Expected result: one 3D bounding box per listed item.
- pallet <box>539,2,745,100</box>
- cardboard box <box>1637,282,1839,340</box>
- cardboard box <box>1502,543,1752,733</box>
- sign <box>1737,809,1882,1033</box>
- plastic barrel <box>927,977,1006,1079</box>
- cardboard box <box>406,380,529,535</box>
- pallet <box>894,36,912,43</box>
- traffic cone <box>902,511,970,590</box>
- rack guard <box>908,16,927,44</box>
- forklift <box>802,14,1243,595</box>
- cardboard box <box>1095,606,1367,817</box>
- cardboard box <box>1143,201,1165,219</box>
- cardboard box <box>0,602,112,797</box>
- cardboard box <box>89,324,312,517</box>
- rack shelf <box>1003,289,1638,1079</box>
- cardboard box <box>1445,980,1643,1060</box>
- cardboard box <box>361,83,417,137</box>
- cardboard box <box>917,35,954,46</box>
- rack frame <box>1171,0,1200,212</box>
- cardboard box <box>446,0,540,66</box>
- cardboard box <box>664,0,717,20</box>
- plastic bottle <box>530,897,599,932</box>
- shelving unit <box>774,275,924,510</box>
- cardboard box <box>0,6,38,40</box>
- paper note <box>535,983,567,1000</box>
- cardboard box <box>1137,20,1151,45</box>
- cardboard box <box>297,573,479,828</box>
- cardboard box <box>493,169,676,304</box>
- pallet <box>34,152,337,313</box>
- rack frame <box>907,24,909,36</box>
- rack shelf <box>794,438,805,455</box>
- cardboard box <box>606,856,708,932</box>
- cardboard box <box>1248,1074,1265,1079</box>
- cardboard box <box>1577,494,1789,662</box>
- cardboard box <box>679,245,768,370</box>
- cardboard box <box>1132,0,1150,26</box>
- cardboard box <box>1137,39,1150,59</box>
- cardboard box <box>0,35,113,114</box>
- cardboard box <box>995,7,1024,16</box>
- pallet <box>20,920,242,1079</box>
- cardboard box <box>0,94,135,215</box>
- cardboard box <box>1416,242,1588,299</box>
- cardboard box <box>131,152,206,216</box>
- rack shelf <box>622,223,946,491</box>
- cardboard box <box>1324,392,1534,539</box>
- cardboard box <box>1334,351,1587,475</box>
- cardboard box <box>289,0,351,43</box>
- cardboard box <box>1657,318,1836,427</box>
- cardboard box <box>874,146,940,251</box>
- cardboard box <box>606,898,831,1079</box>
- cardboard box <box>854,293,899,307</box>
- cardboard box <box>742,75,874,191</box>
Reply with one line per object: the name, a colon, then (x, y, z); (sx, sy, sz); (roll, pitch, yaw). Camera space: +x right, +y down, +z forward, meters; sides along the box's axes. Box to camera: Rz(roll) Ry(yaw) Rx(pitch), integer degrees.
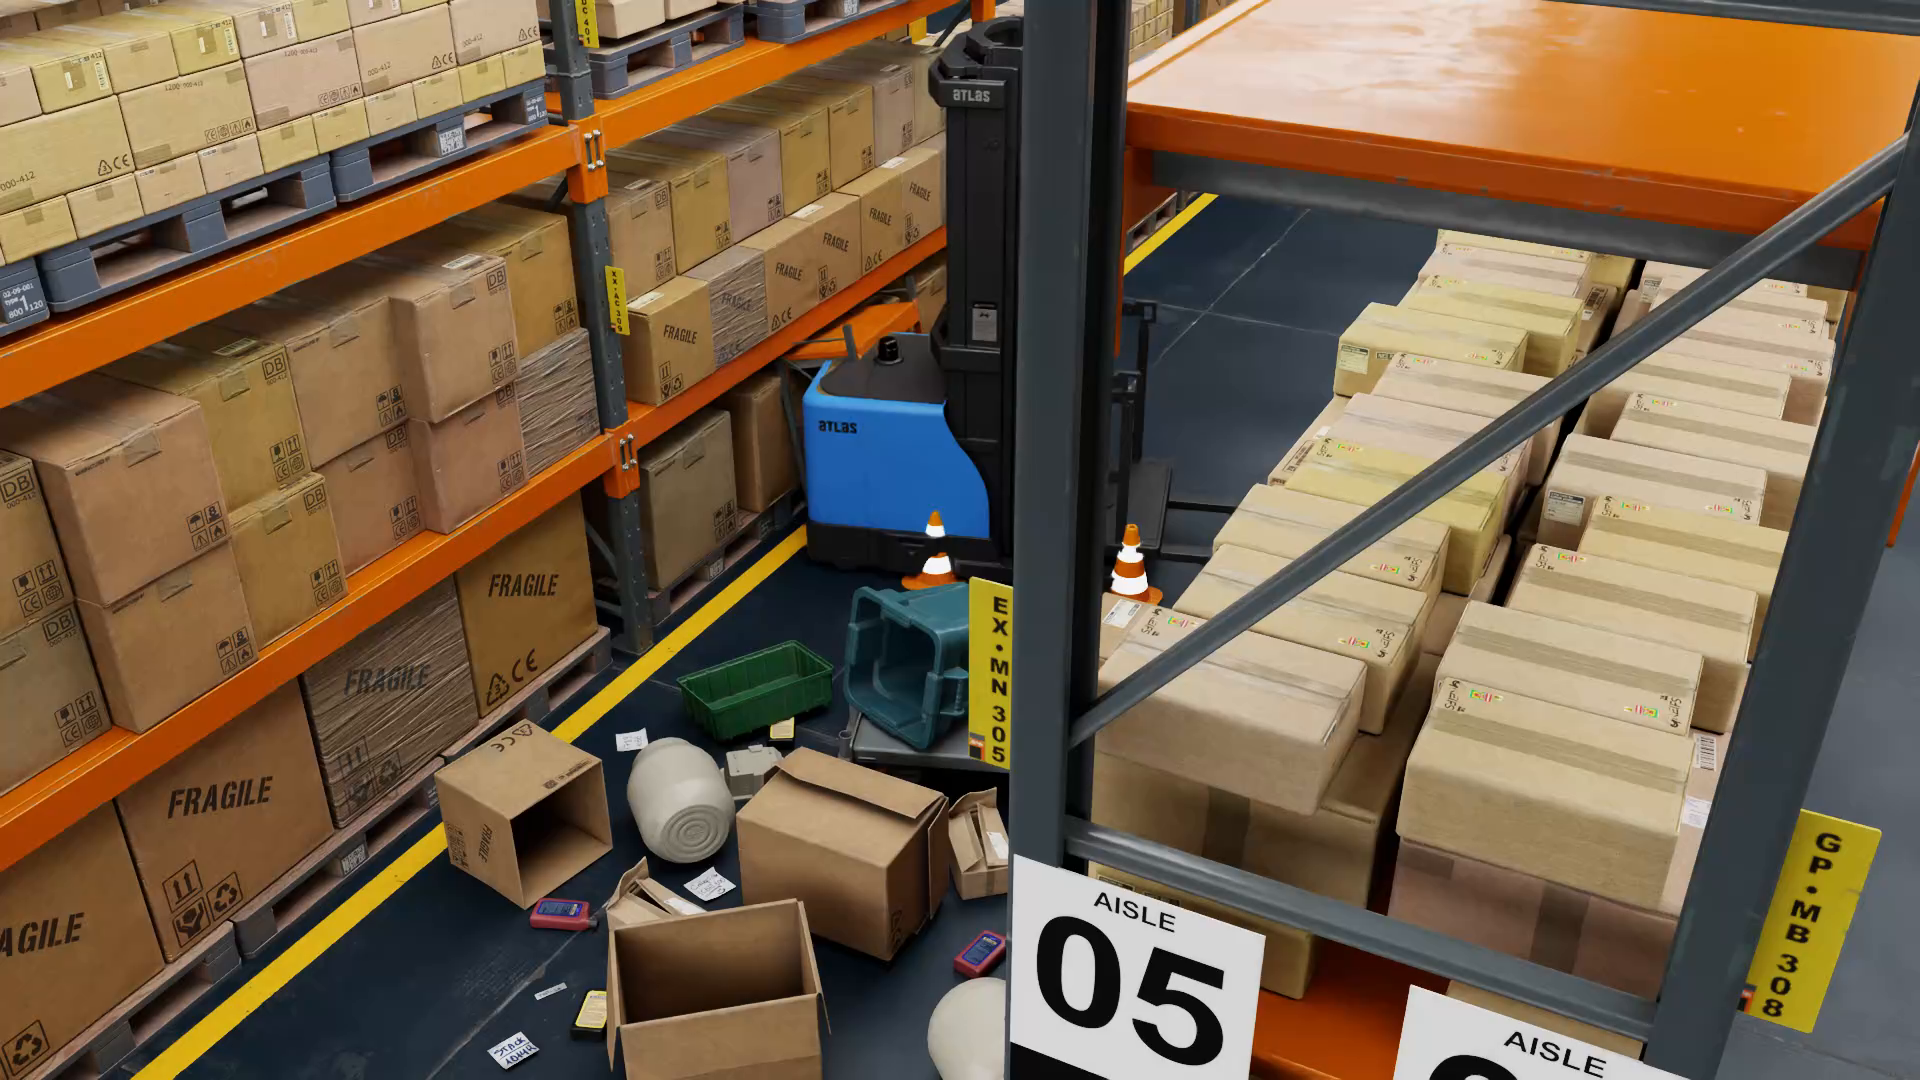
pallet: (-1.713, -2.462, 8.205); (0.805, 0.209, 1.217); (13, 32, 21)
cardboard box: (2.175, -0.632, 4.678); (0.500, 0.250, 0.500); (14, 33, 22)
cardboard box: (1.248, 0.277, 3.095); (0.500, 0.250, 0.500); (14, 33, 23)
sign: (1.027, 0.468, 2.032); (0.100, 0.325, 0.005); (14, 33, 23)
plastic barrel: (0.137, 1.883, 6.045); (0.421, 0.421, 0.512); (-12, 32, -20)
cardboard box: (-2.474, -0.476, 7.416); (0.875, 0.550, 0.550); (14, 33, 23)
pallet: (-1.284, -5.734, 19.524); (1.003, 0.211, 1.213); (14, 33, 23)
traffic cone: (-0.131, 0.022, 9.247); (0.336, 0.463, 0.334); (14, 33, 23)
rack guard: (-0.978, -6.243, 20.119); (1.175, 0.500, 0.348); (14, 33, 23)
forklift: (0.698, -1.219, 8.930); (3.031, 2.935, 1.130); (5, 30, 9)
cardboard box: (0.435, 0.271, 2.706); (0.380, 0.149, 0.250); (15, 33, 24)
cardboard box: (1.445, -3.086, 14.200); (0.500, 0.500, 0.500); (14, 33, 22)
cardboard box: (-3.549, 0.458, 5.789); (0.875, 0.550, 0.550); (14, 33, 23)
cardboard box: (-3.035, -0.489, 6.354); (0.875, 0.550, 0.500); (14, 33, 23)
rack shelf: (1.455, 0.150, 4.187); (1.077, 0.370, 4.000); (14, 33, 23)
cardboard box: (0.984, 0.760, 2.655); (0.380, 0.149, 0.250); (14, 33, 23)
cardboard box: (-2.315, -1.670, 6.363); (0.380, 0.149, 0.250); (14, 33, 23)
cardboard box: (-0.095, -3.598, 12.237); (0.380, 0.149, 0.250); (15, 33, 25)
rack frame: (1.558, -4.373, 14.353); (1.000, 3.000, 0.127); (14, 33, 23)
cardboard box: (-2.082, -2.140, 6.782); (0.500, 0.250, 0.500); (14, 33, 23)
cardboard box: (-1.393, -2.647, 8.065); (0.250, 0.149, 0.380); (14, 33, 23)
plastic bottle: (-1.640, 1.569, 6.956); (0.283, 0.061, 0.133); (4, 30, 6)
shelving unit: (-0.583, -0.868, 9.903); (0.538, 1.125, 1.048); (-2, 23, 21)
cardboard box: (-3.362, -1.719, 5.648); (0.380, 0.149, 0.250); (15, 33, 24)
paper note: (-1.628, 1.795, 6.615); (0.123, 0.001, 0.032); (-18, 34, -28)
cardboard box: (1.318, -4.127, 13.457); (0.380, 0.149, 0.250); (16, 33, 25)
cardboard box: (-2.842, 0.576, 7.446); (0.875, 0.875, 0.875); (15, 33, 24)
cardboard box: (-1.865, -1.525, 8.288); (0.700, 0.500, 0.500); (14, 33, 22)
pallet: (-3.025, -1.189, 5.886); (1.003, 0.211, 1.213); (14, 33, 23)
rack frame: (-0.989, -7.316, 19.478); (1.000, 3.000, 0.127); (14, 33, 23)
rack shelf: (-0.541, -0.644, 9.992); (0.538, 0.278, 1.000); (-2, 23, 21)
cardboard box: (-1.230, 1.539, 6.803); (0.396, 0.266, 0.258); (21, 36, 32)
cardboard box: (0.582, 1.143, 3.344); (0.700, 0.500, 0.500); (13, 33, 22)
cardboard box: (1.338, 0.070, 3.056); (0.380, 0.149, 0.250); (14, 33, 23)
cardboard box: (-1.378, -1.266, 8.841); (0.500, 0.500, 0.500); (15, 33, 24)
cardboard box: (1.308, -4.248, 13.369); (0.380, 0.149, 0.250); (13, 32, 22)
cardboard box: (1.320, -4.000, 13.533); (0.380, 0.149, 0.250); (14, 33, 23)
cardboard box: (-2.893, -1.455, 5.189); (0.380, 0.149, 0.250); (14, 33, 23)
cardboard box: (0.381, -4.060, 13.041); (0.380, 0.149, 0.250); (16, 33, 25)
pallet: (-3.614, 1.784, 6.431); (1.003, 0.211, 1.213); (14, 33, 23)
cardboard box: (-3.001, -1.248, 5.229); (0.500, 0.250, 0.500); (14, 33, 23)
cardboard box: (1.388, -0.630, 4.275); (0.380, 0.149, 0.250); (14, 33, 23)
cardboard box: (-2.777, -1.222, 5.584); (0.380, 0.149, 0.250); (15, 33, 24)
rack shelf: (-1.175, -1.401, 9.900); (1.077, 0.370, 4.000); (14, 33, 23)
cardboard box: (0.966, -0.160, 3.456); (0.380, 0.149, 0.250); (14, 33, 23)
cardboard box: (1.228, -0.306, 4.110); (0.500, 0.250, 0.500); (15, 33, 24)
cardboard box: (-2.430, -1.906, 5.973); (0.380, 0.149, 0.250); (14, 33, 23)
cardboard box: (1.795, -0.387, 3.851); (0.380, 0.149, 0.250); (15, 33, 24)
cardboard box: (-0.459, -2.161, 10.401); (0.500, 0.500, 0.500); (14, 33, 23)
cardboard box: (-0.910, 1.755, 6.189); (0.797, 0.503, 0.637); (-7, 31, -11)
cardboard box: (-1.017, -1.168, 10.609); (1.050, 0.750, 0.750); (15, 33, 24)
cardboard box: (-0.939, -2.427, 9.860); (0.700, 0.500, 0.500); (14, 33, 23)
